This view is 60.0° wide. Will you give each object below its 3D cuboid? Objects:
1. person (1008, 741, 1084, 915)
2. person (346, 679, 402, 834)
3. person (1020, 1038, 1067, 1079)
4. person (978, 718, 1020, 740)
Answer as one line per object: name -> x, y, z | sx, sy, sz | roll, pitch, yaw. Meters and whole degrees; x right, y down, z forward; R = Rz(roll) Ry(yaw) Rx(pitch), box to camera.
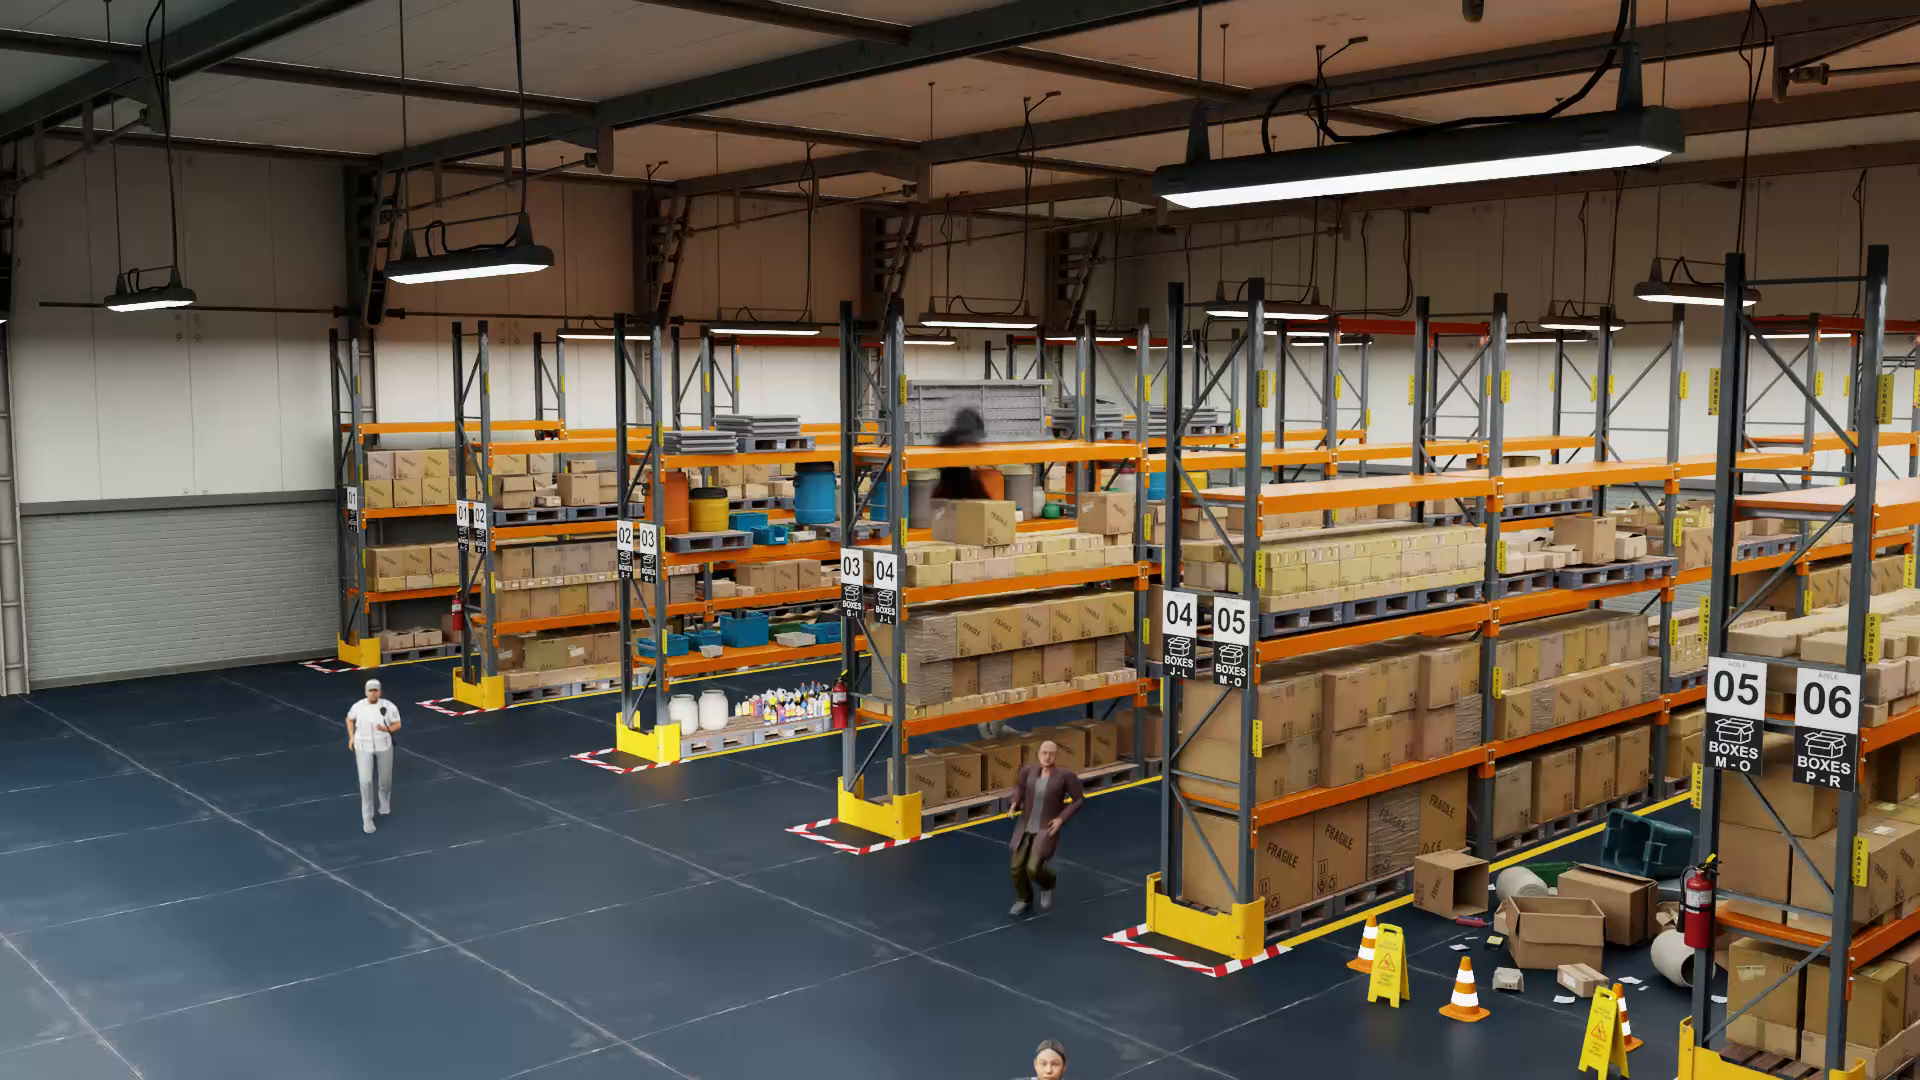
person -> 0.781, 2.757, 15.892 | 0.714, 1.703, 0.613 | 3, 7, 31
person -> -6.735, 2.434, 19.144 | 0.594, 1.689, 0.895 | -2, 6, -20
person -> 0.460, 3.482, 8.867 | 0.586, 1.640, 0.639 | 0, 6, 1
person -> 0.513, 2.098, 22.297 | 0.629, 1.730, 0.661 | -6, 8, -44
